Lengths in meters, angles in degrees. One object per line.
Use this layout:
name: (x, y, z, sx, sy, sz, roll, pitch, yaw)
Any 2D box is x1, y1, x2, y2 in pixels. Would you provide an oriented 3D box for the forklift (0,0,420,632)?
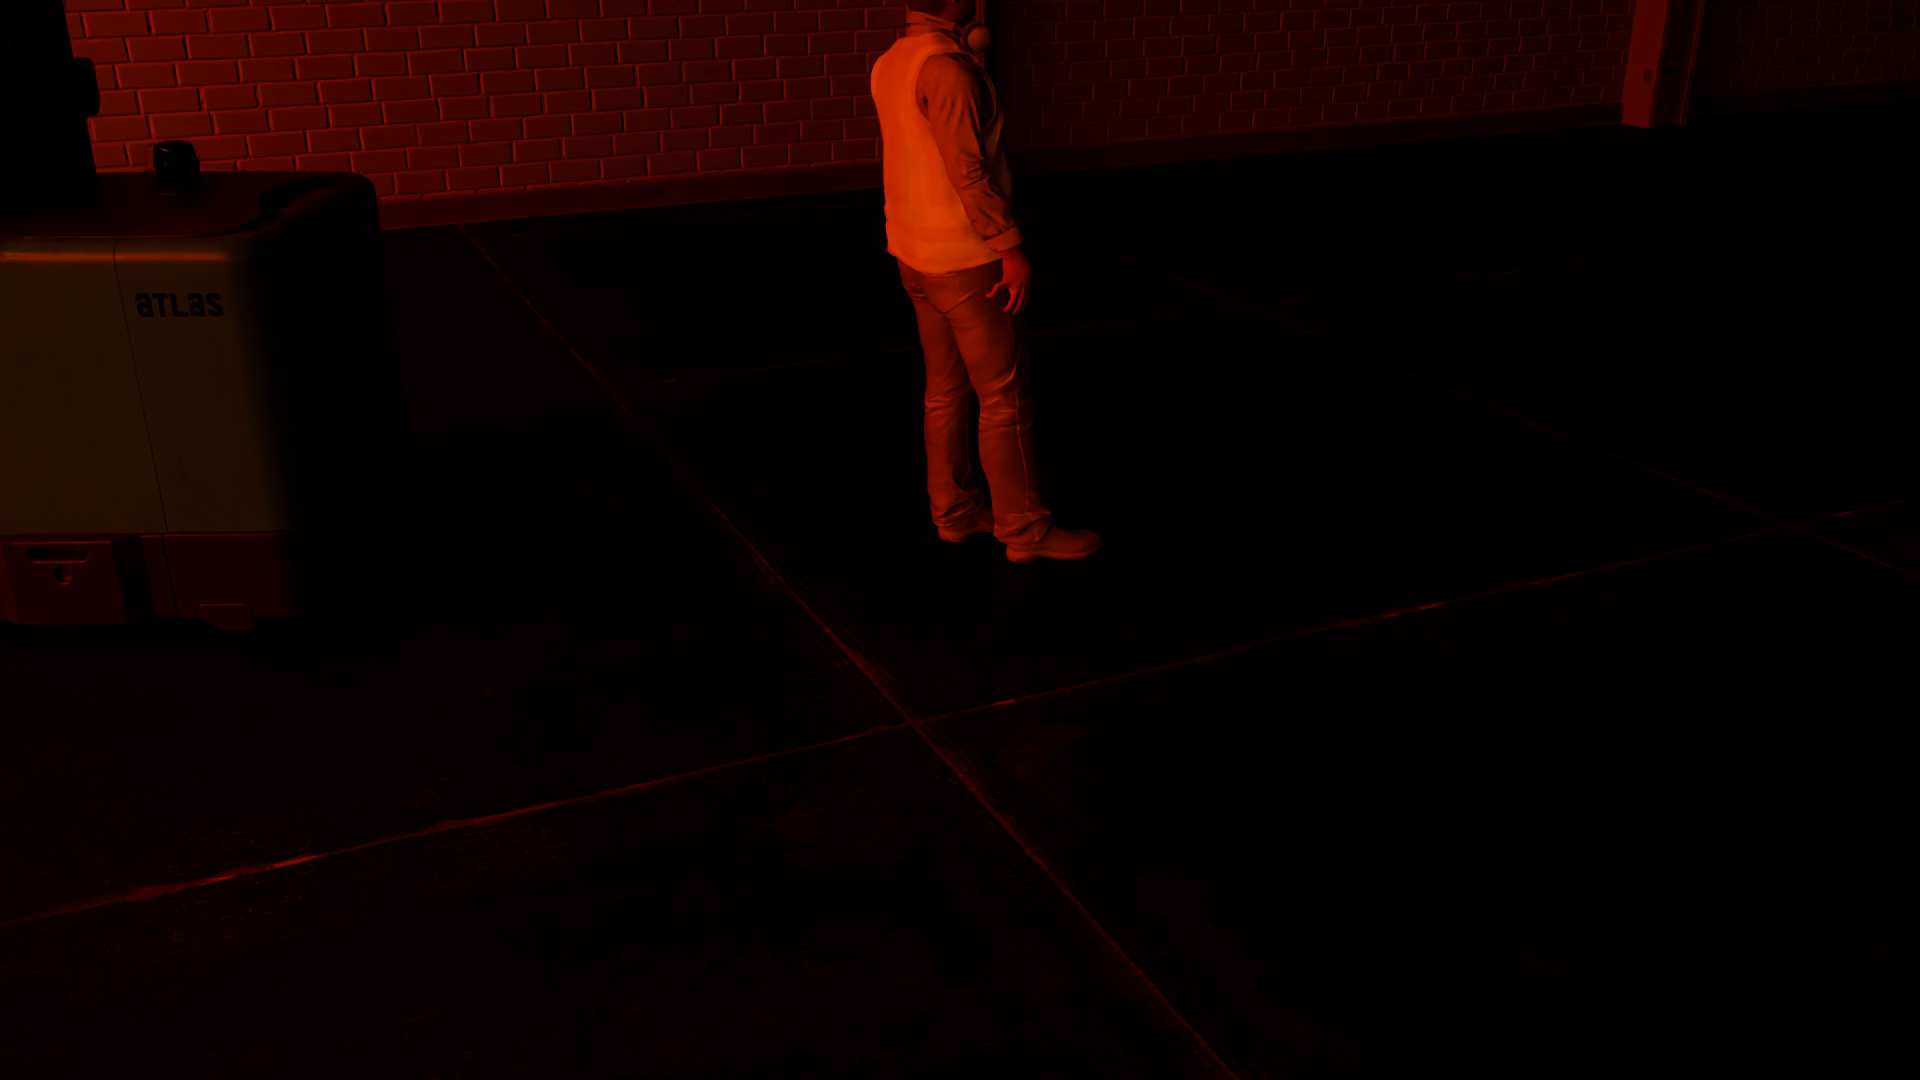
forklift: (-3.226, -1.267, 4.337, 3.031, 2.935, 1.130, -1, 23, -2)

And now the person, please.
person: (0.060, -0.834, 4.782, 0.566, 1.775, 0.634, -10, 25, -23)
